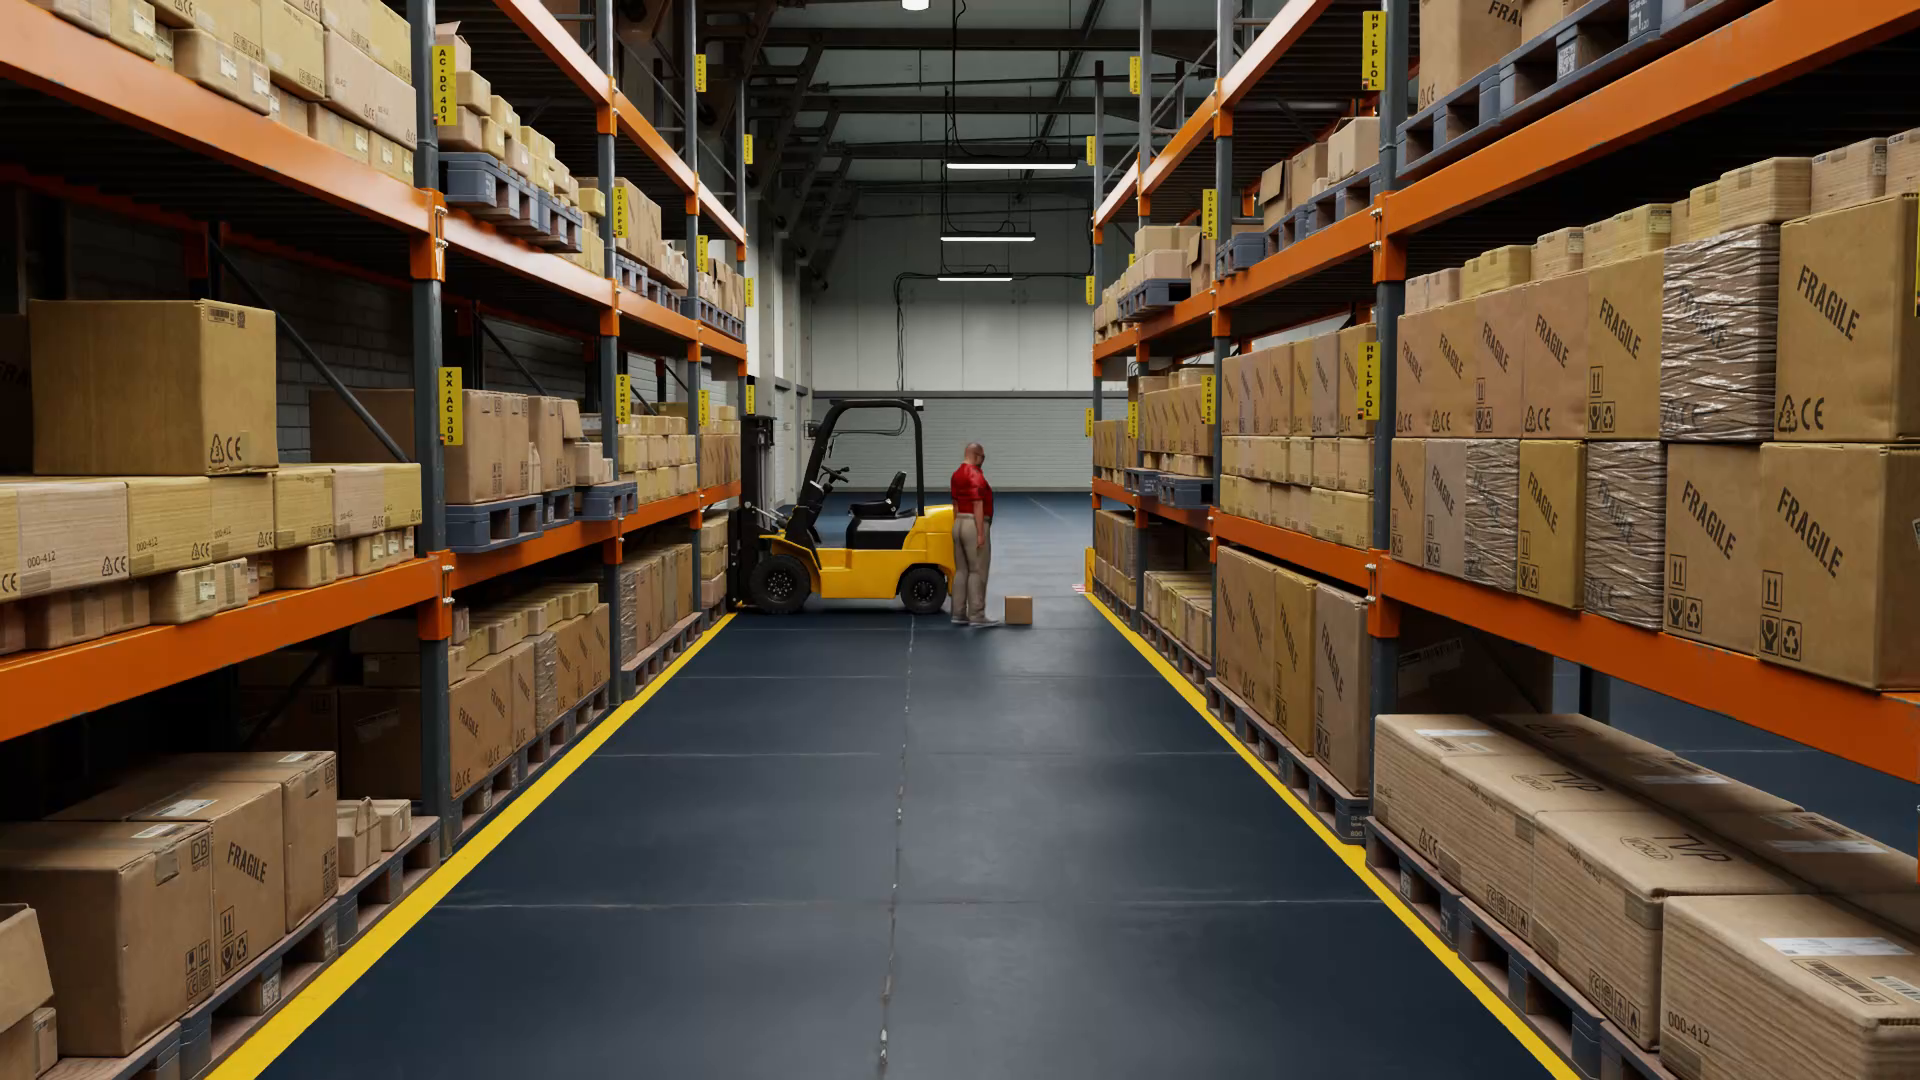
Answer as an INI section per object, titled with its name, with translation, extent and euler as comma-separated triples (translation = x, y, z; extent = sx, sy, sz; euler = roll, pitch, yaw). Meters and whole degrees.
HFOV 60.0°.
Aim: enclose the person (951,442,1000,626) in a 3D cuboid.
[person]
translation = 0.131, -0.057, 15.681
extent = 0.382, 1.727, 0.534
euler = -2, 4, -28
